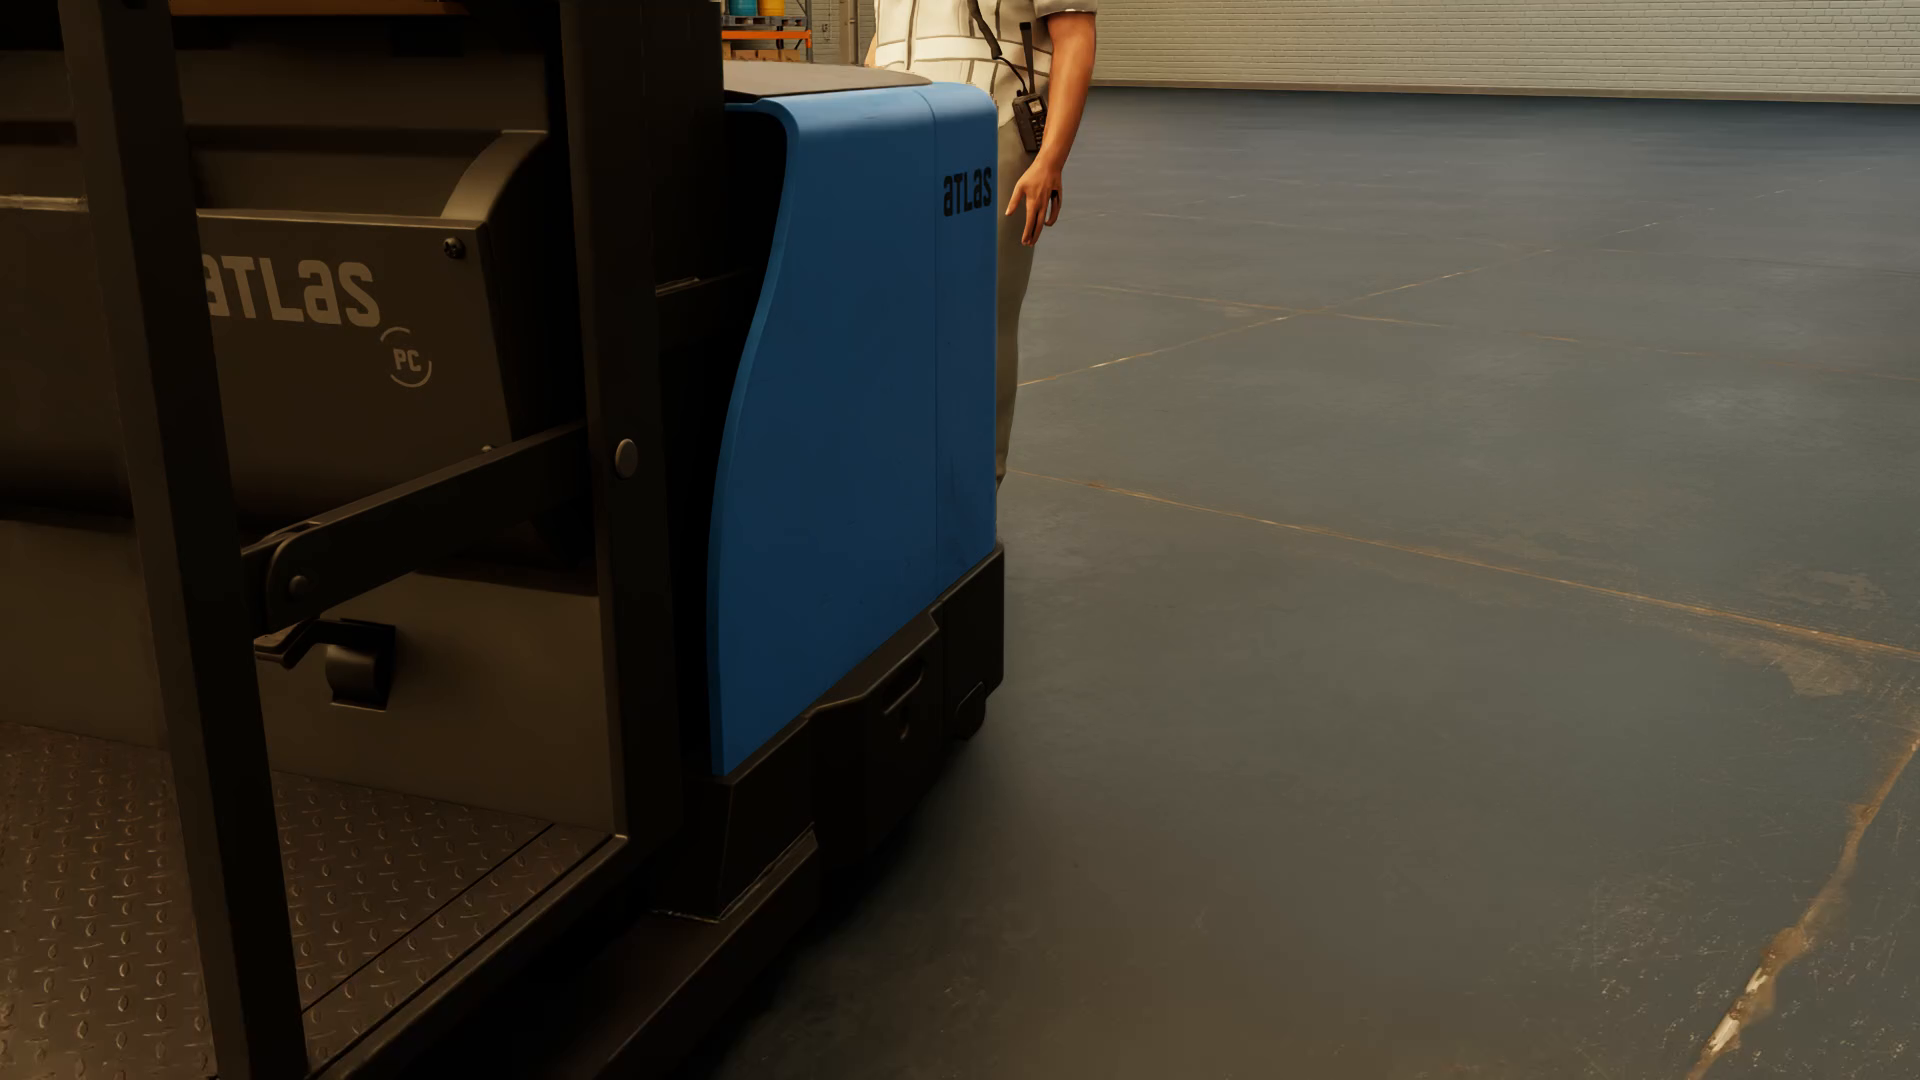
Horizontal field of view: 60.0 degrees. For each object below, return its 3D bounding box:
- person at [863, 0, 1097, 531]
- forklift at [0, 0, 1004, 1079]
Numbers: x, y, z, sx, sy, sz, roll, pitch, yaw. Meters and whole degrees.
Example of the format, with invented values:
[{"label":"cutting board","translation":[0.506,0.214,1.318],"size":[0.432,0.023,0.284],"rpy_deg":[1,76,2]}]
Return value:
[{"label":"person","translation":[-0.059,-0.844,3.631],"size":[0.640,1.781,0.575],"rpy_deg":[13,21,37]},{"label":"forklift","translation":[-0.914,-0.754,1.379],"size":[1.130,2.935,3.031],"rpy_deg":[6,18,19]}]
